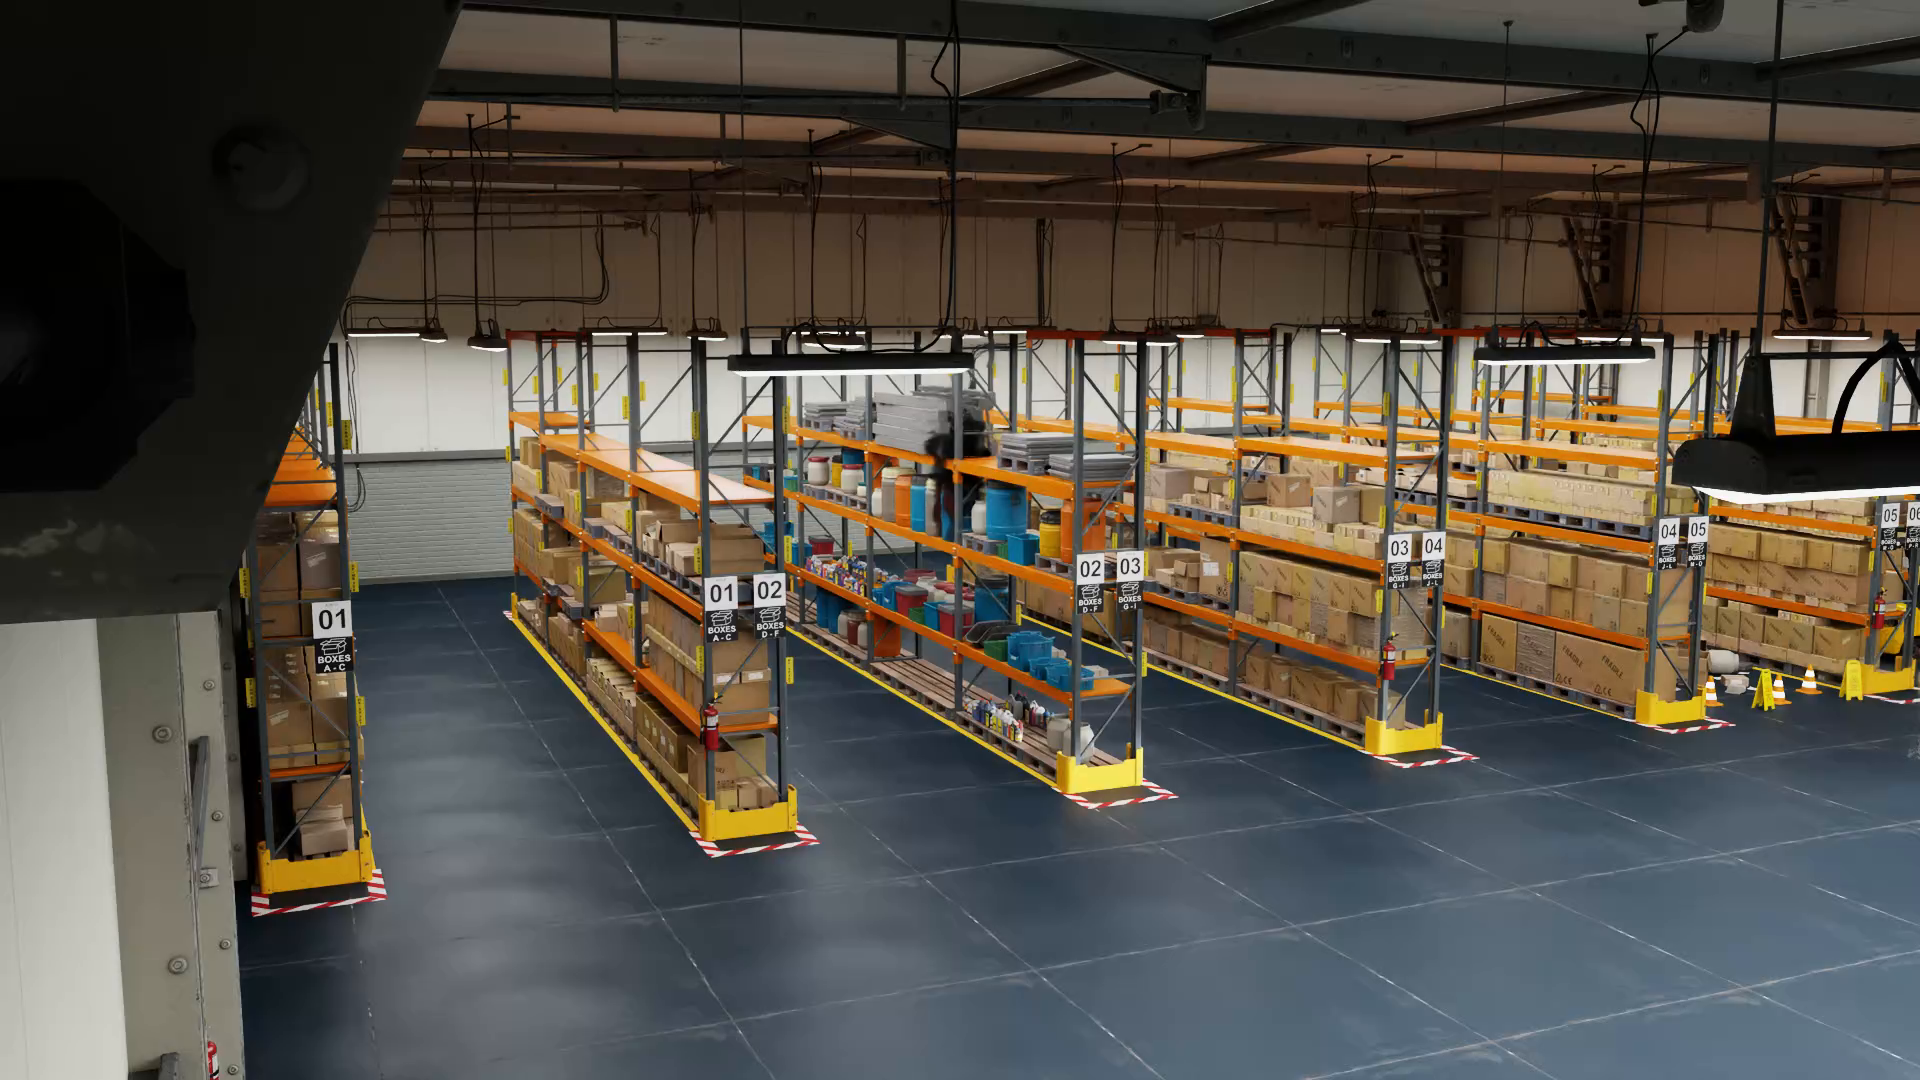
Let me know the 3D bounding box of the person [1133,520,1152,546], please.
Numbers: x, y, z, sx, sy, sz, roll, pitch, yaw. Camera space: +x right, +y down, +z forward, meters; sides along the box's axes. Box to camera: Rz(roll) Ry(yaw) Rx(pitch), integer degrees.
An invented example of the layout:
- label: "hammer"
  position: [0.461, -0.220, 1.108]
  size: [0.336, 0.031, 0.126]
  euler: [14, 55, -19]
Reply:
- label: "person"
  position: [4.604, -0.197, 41.664]
  size: [0.881, 1.773, 0.684]
  euler: [0, 8, 1]

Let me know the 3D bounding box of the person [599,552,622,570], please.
- label: "person"
  position: [-7.601, 0.604, 36.013]
  size: [0.832, 1.715, 0.692]
  euler: [6, 10, 35]
